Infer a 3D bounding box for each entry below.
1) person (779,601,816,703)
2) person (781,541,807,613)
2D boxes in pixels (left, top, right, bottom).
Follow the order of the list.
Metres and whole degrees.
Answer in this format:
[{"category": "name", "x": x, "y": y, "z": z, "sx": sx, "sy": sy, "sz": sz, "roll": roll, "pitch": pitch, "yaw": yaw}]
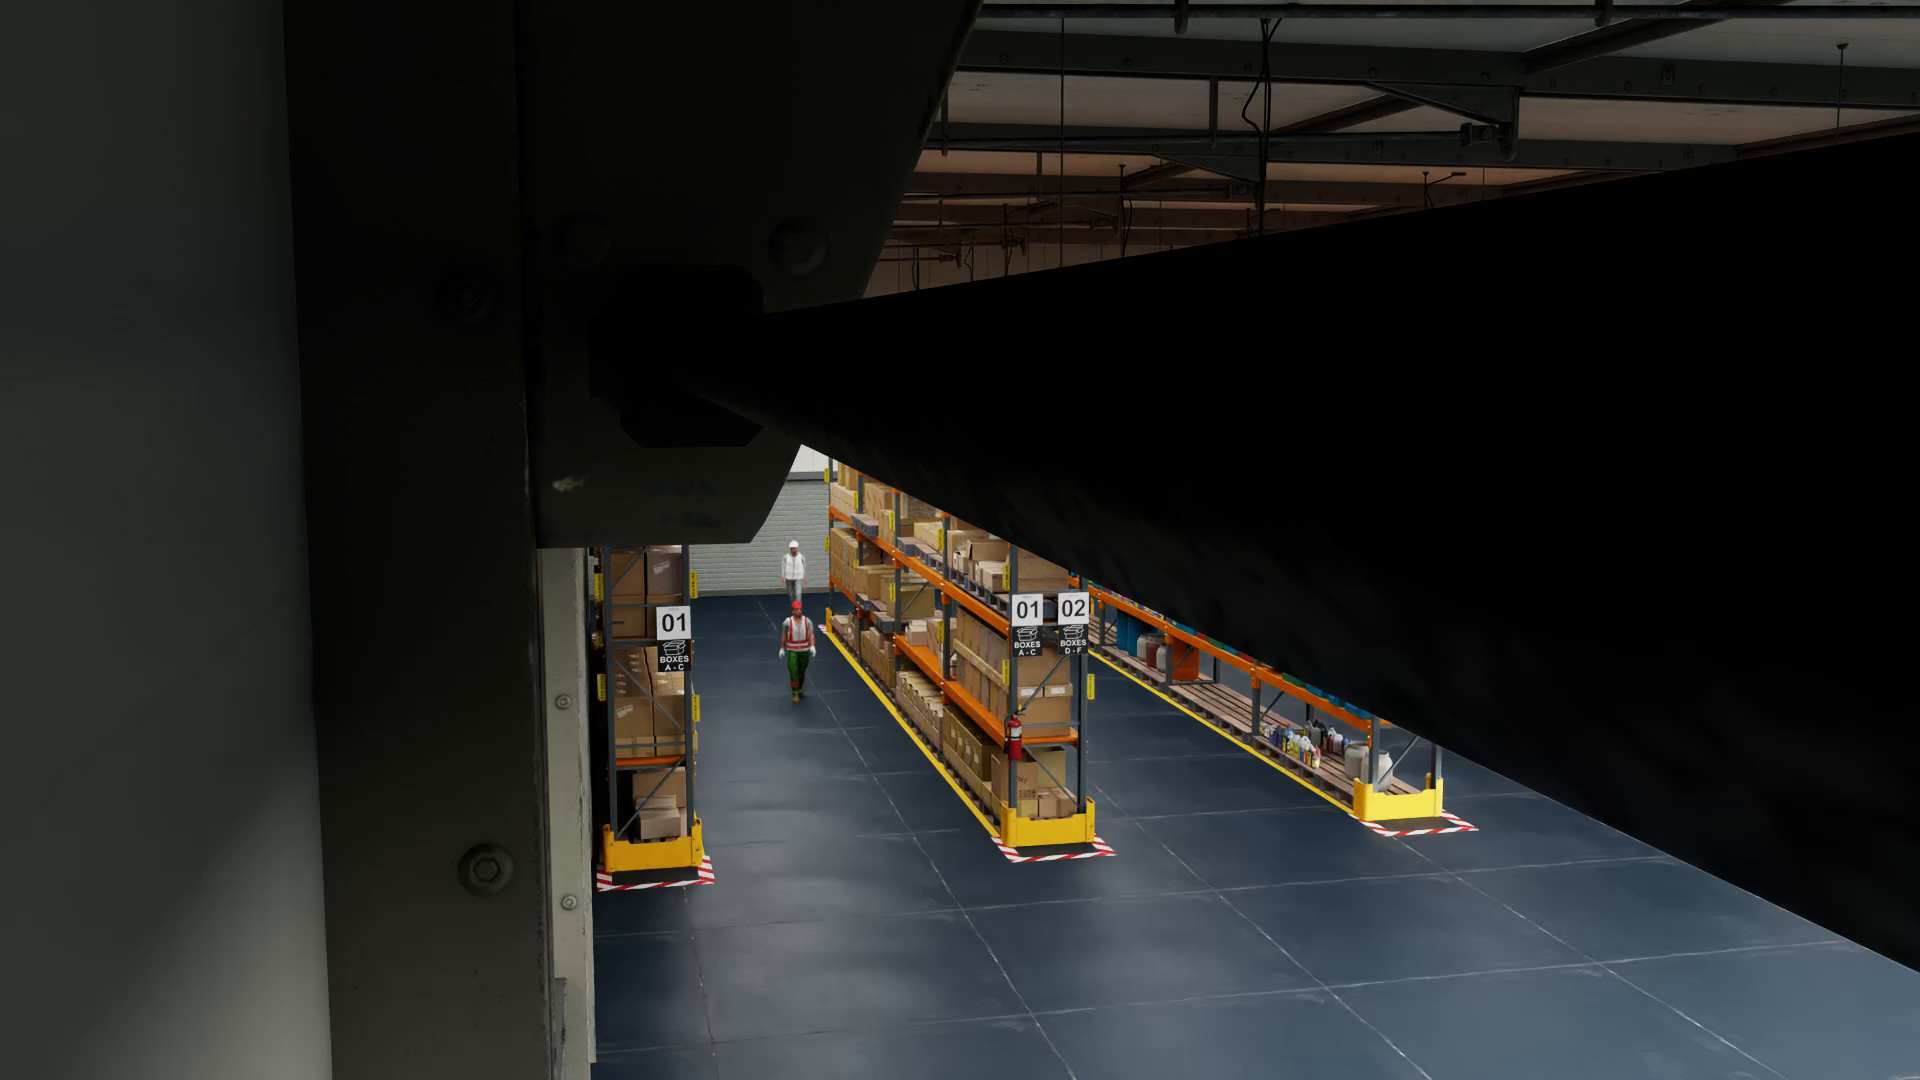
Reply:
[{"category": "person", "x": -2.860, "y": 1.952, "z": 29.411, "sx": 0.605, "sy": 1.720, "sz": 1.050, "roll": -2, "pitch": 7, "yaw": -17}, {"category": "person", "x": -3.870, "y": 0.884, "z": 38.481, "sx": 0.556, "sy": 1.712, "sz": 1.005, "roll": 1, "pitch": 7, "yaw": 5}]
